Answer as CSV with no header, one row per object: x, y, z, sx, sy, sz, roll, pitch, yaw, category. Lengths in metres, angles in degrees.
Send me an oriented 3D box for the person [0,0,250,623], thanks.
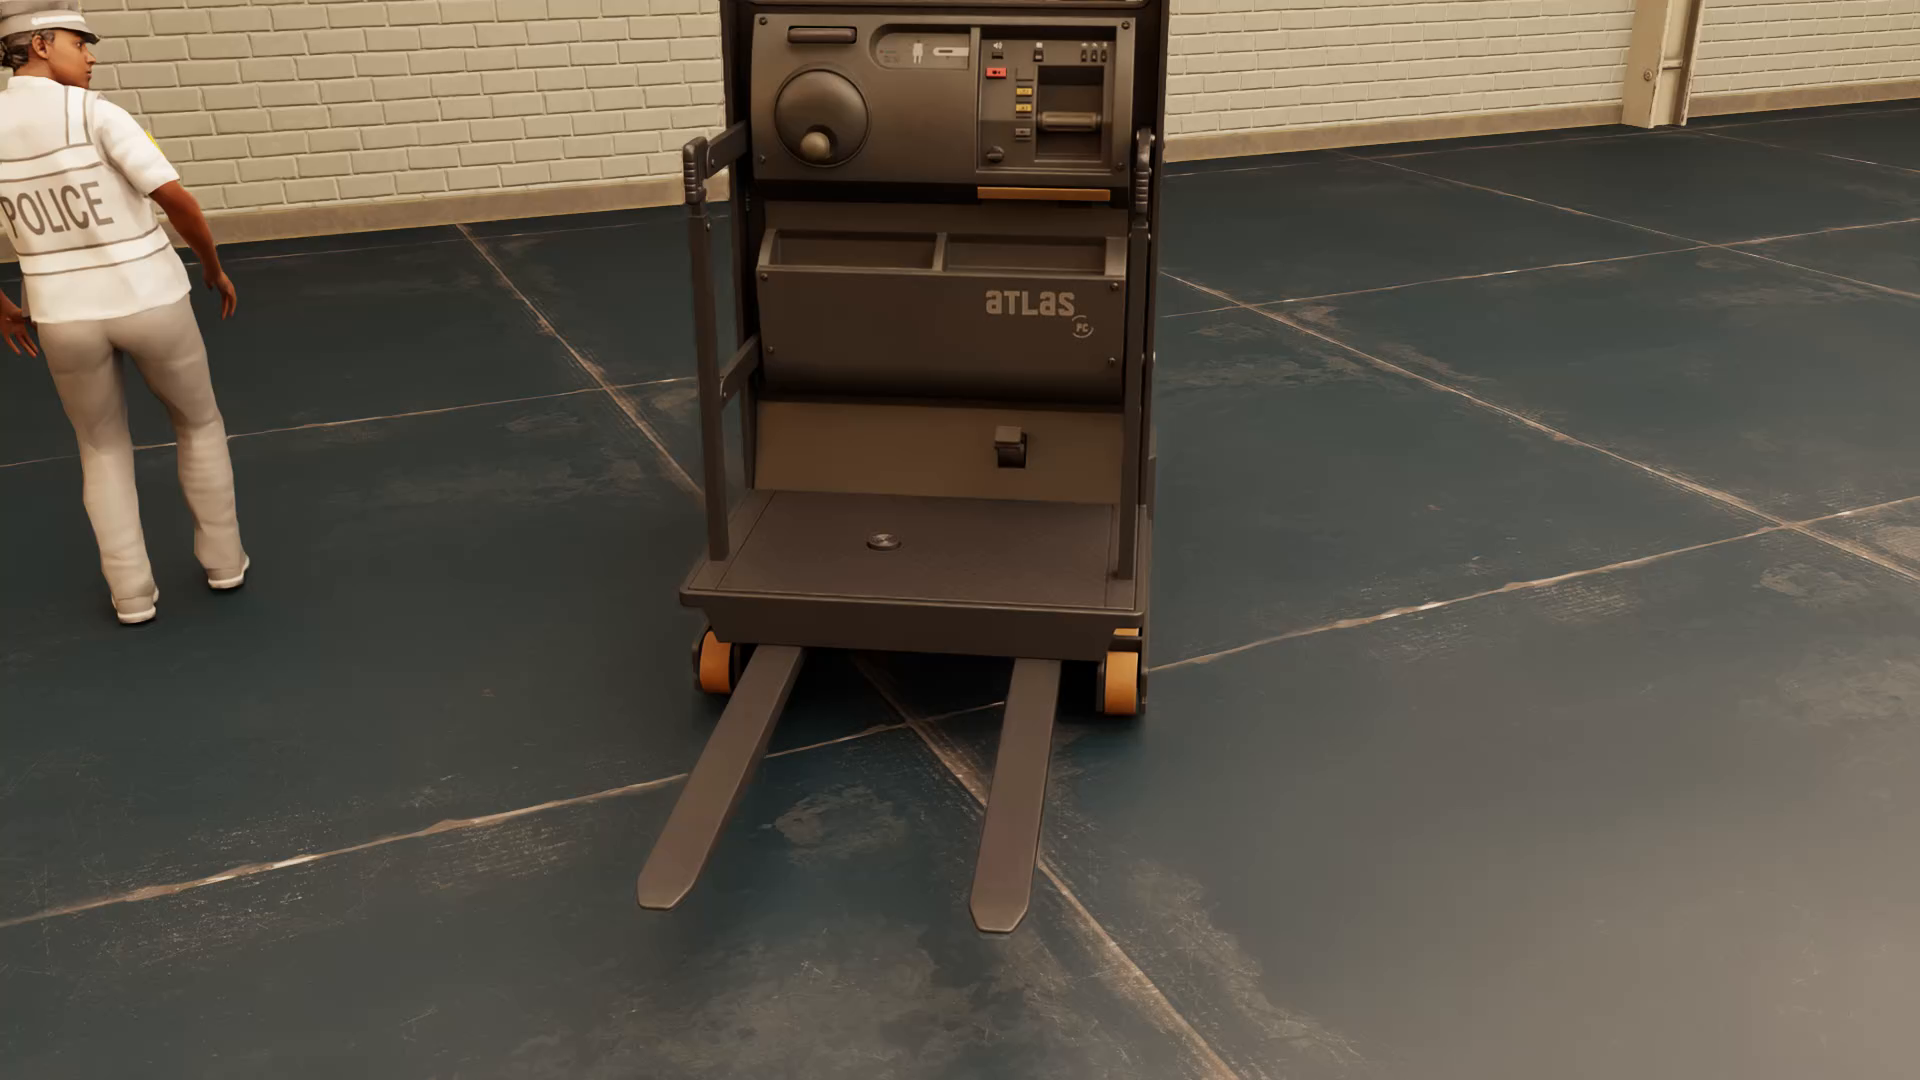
-2.274,-0.606,4.425,0.653,1.650,0.479,-5,23,-12,person

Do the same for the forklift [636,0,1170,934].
-0.067,-1.059,3.834,1.130,2.935,3.031,3,23,6,forklift
